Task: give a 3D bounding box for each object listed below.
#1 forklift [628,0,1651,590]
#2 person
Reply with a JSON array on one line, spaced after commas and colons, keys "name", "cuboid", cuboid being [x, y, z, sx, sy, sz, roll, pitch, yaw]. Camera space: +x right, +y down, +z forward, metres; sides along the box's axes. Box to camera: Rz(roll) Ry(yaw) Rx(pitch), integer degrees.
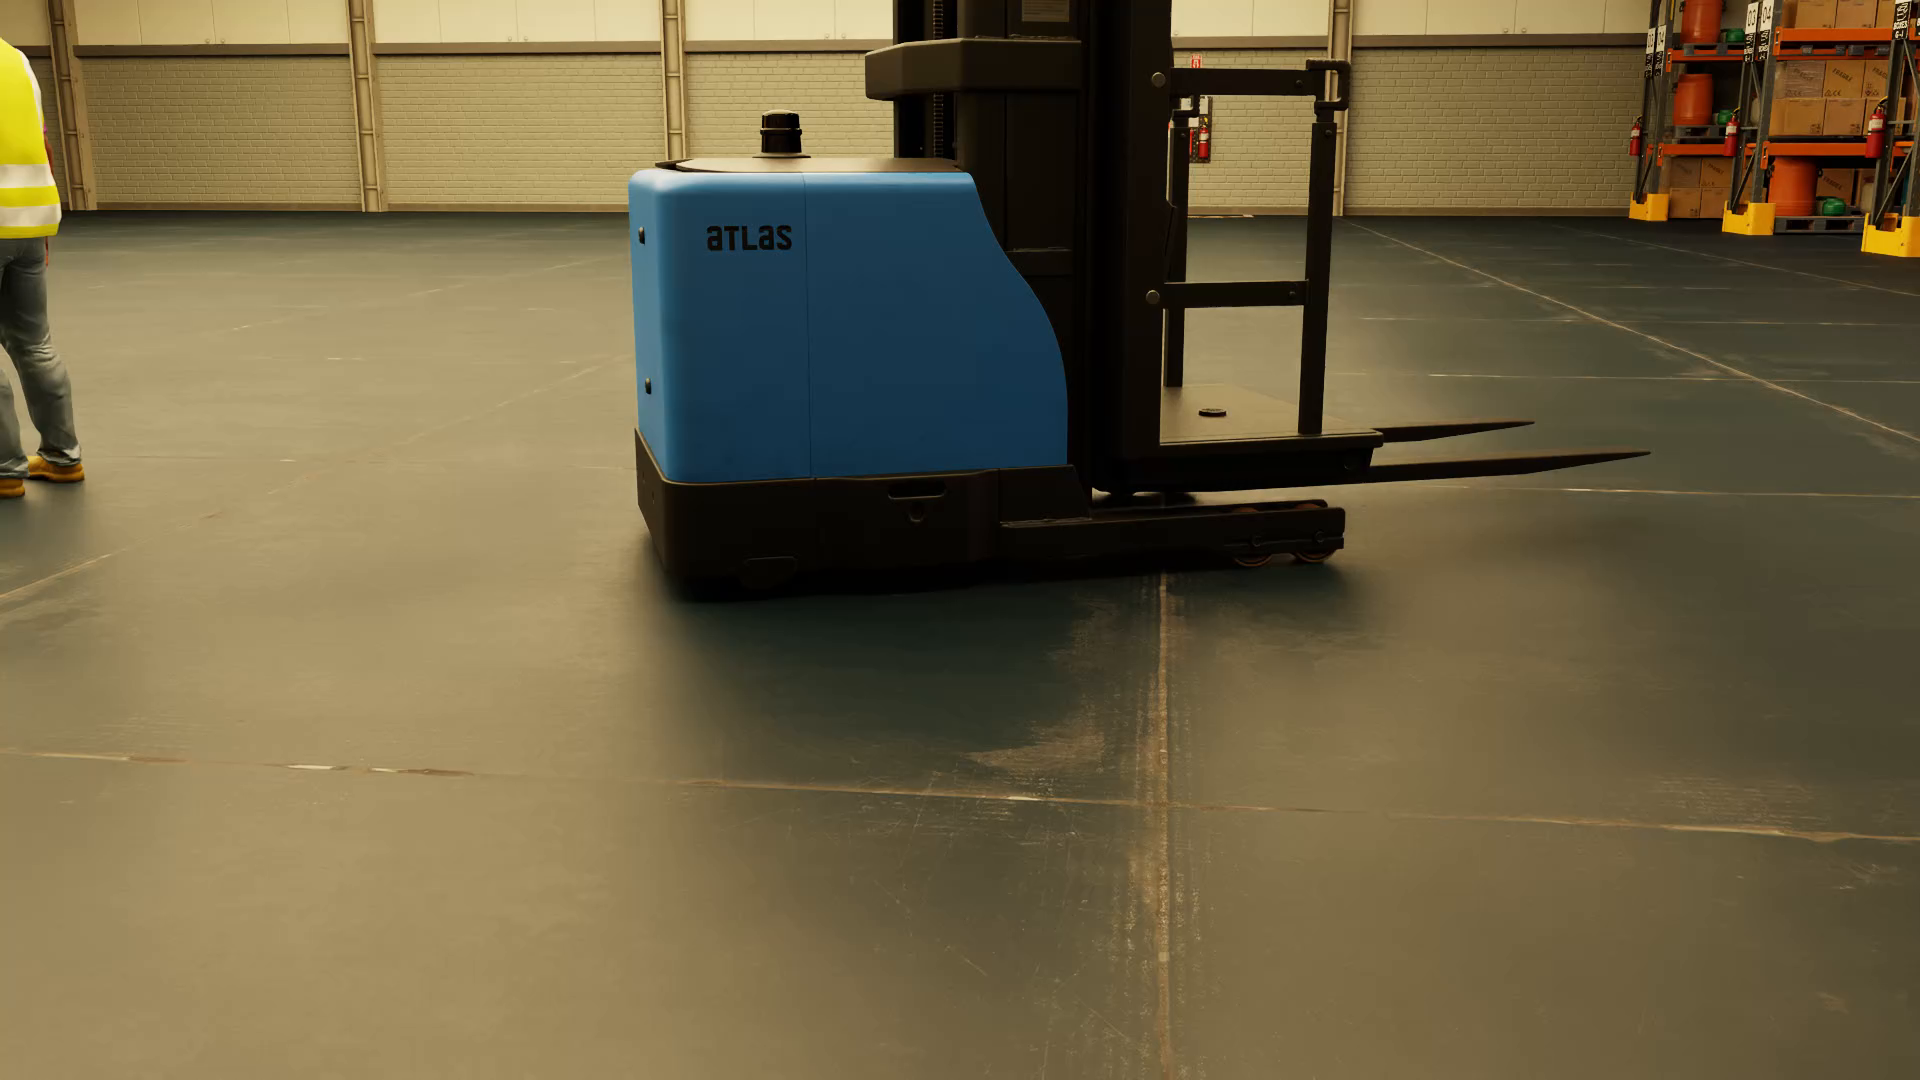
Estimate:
[{"name": "forklift", "cuboid": [0.587, -1.464, 4.770, 3.031, 2.935, 1.130, -4, 14, -15]}, {"name": "person", "cuboid": [-3.244, -1.028, 5.487, 0.461, 1.759, 0.634, 3, 13, 11]}]
